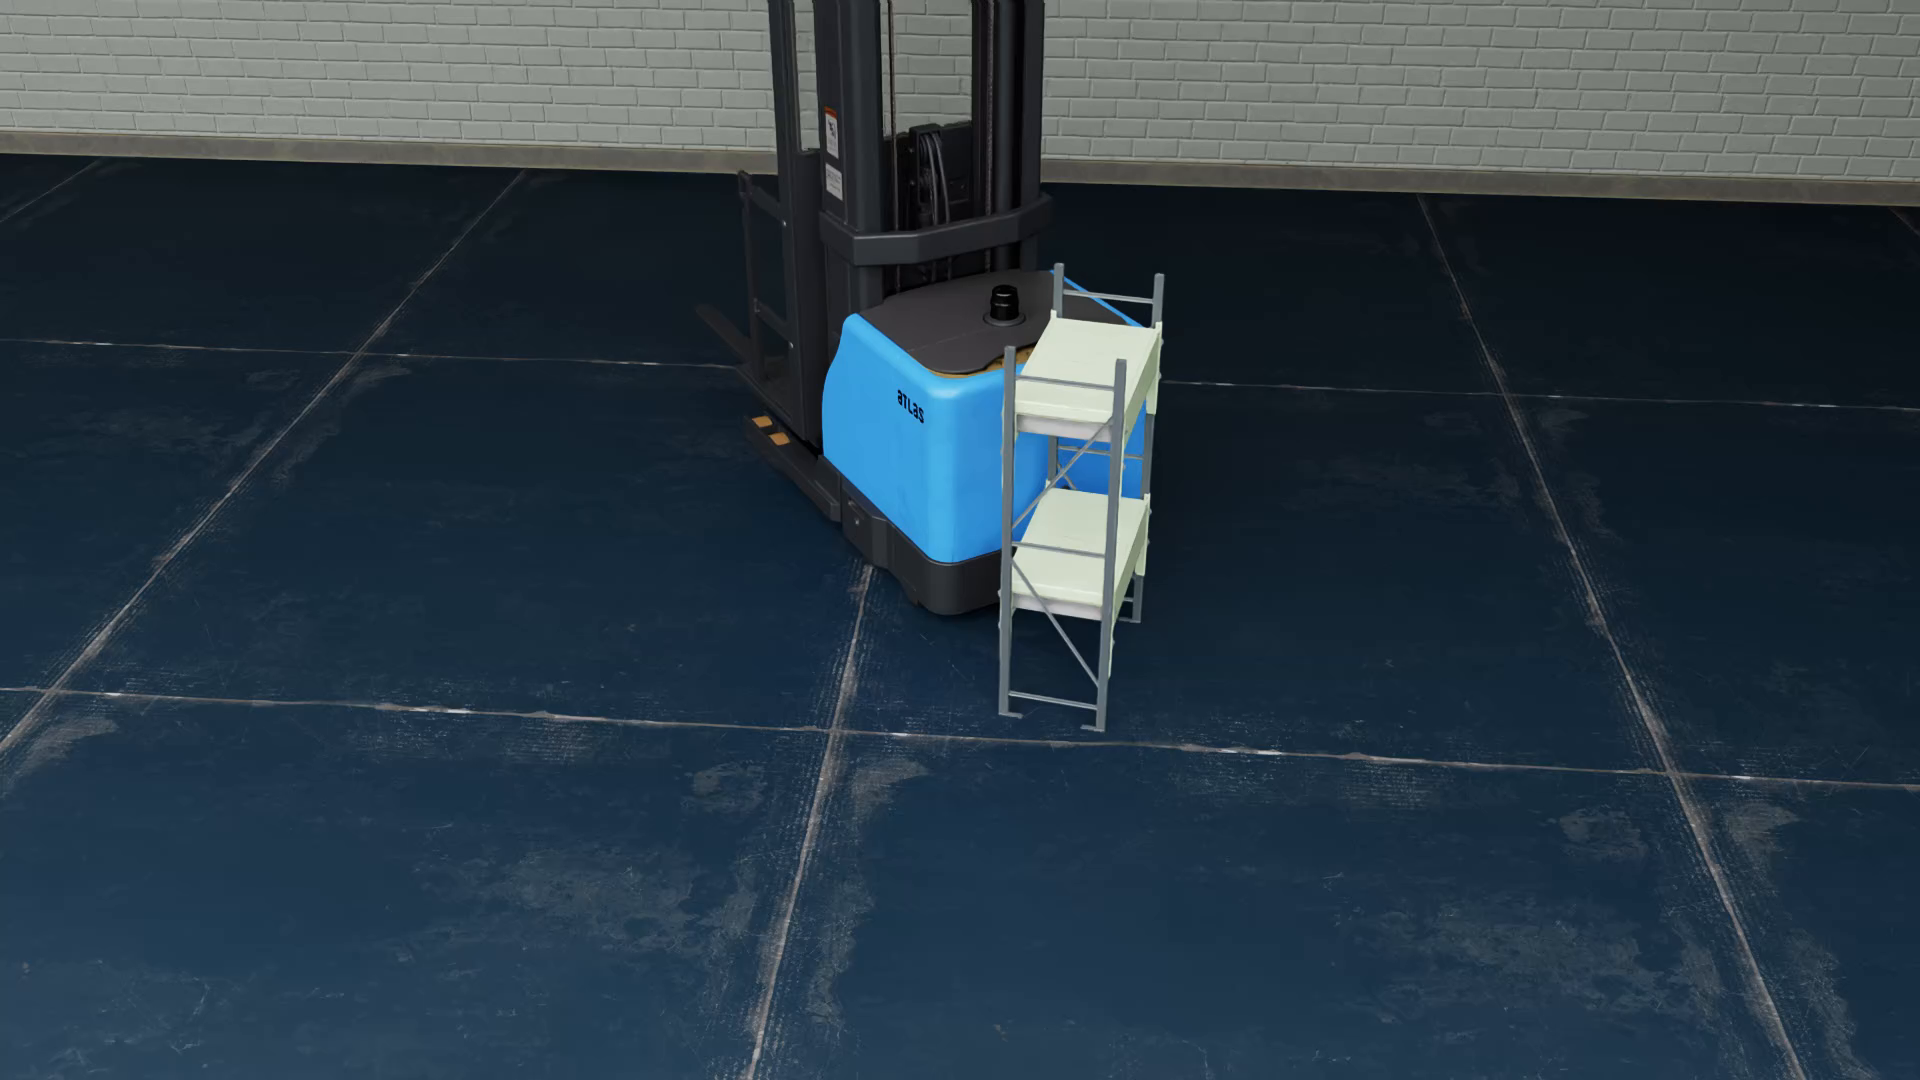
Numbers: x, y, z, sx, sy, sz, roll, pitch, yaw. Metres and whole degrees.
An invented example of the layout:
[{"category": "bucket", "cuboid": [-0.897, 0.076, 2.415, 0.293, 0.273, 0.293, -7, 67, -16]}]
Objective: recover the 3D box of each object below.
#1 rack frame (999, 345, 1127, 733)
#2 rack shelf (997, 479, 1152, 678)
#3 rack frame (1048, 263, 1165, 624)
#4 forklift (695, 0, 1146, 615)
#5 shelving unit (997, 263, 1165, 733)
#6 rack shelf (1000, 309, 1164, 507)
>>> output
[{"category": "rack frame", "cuboid": [0.340, 0.038, 5.759, 0.400, 1.500, 0.023, 8, 33, 13]}, {"category": "rack shelf", "cuboid": [0.438, 0.130, 6.231, 0.431, 0.370, 0.720, 8, 33, 13]}, {"category": "rack frame", "cuboid": [0.536, -0.332, 6.360, 0.400, 1.500, 0.023, 8, 33, 13]}, {"category": "forklift", "cuboid": [-0.374, -1.692, 7.202, 1.130, 2.935, 3.031, -17, 35, -25]}, {"category": "shelving unit", "cuboid": [0.438, -0.147, 6.060, 0.431, 1.500, 0.755, 8, 33, 13]}, {"category": "rack shelf", "cuboid": [0.438, -0.480, 5.855, 0.431, 0.370, 0.720, 8, 33, 13]}]
